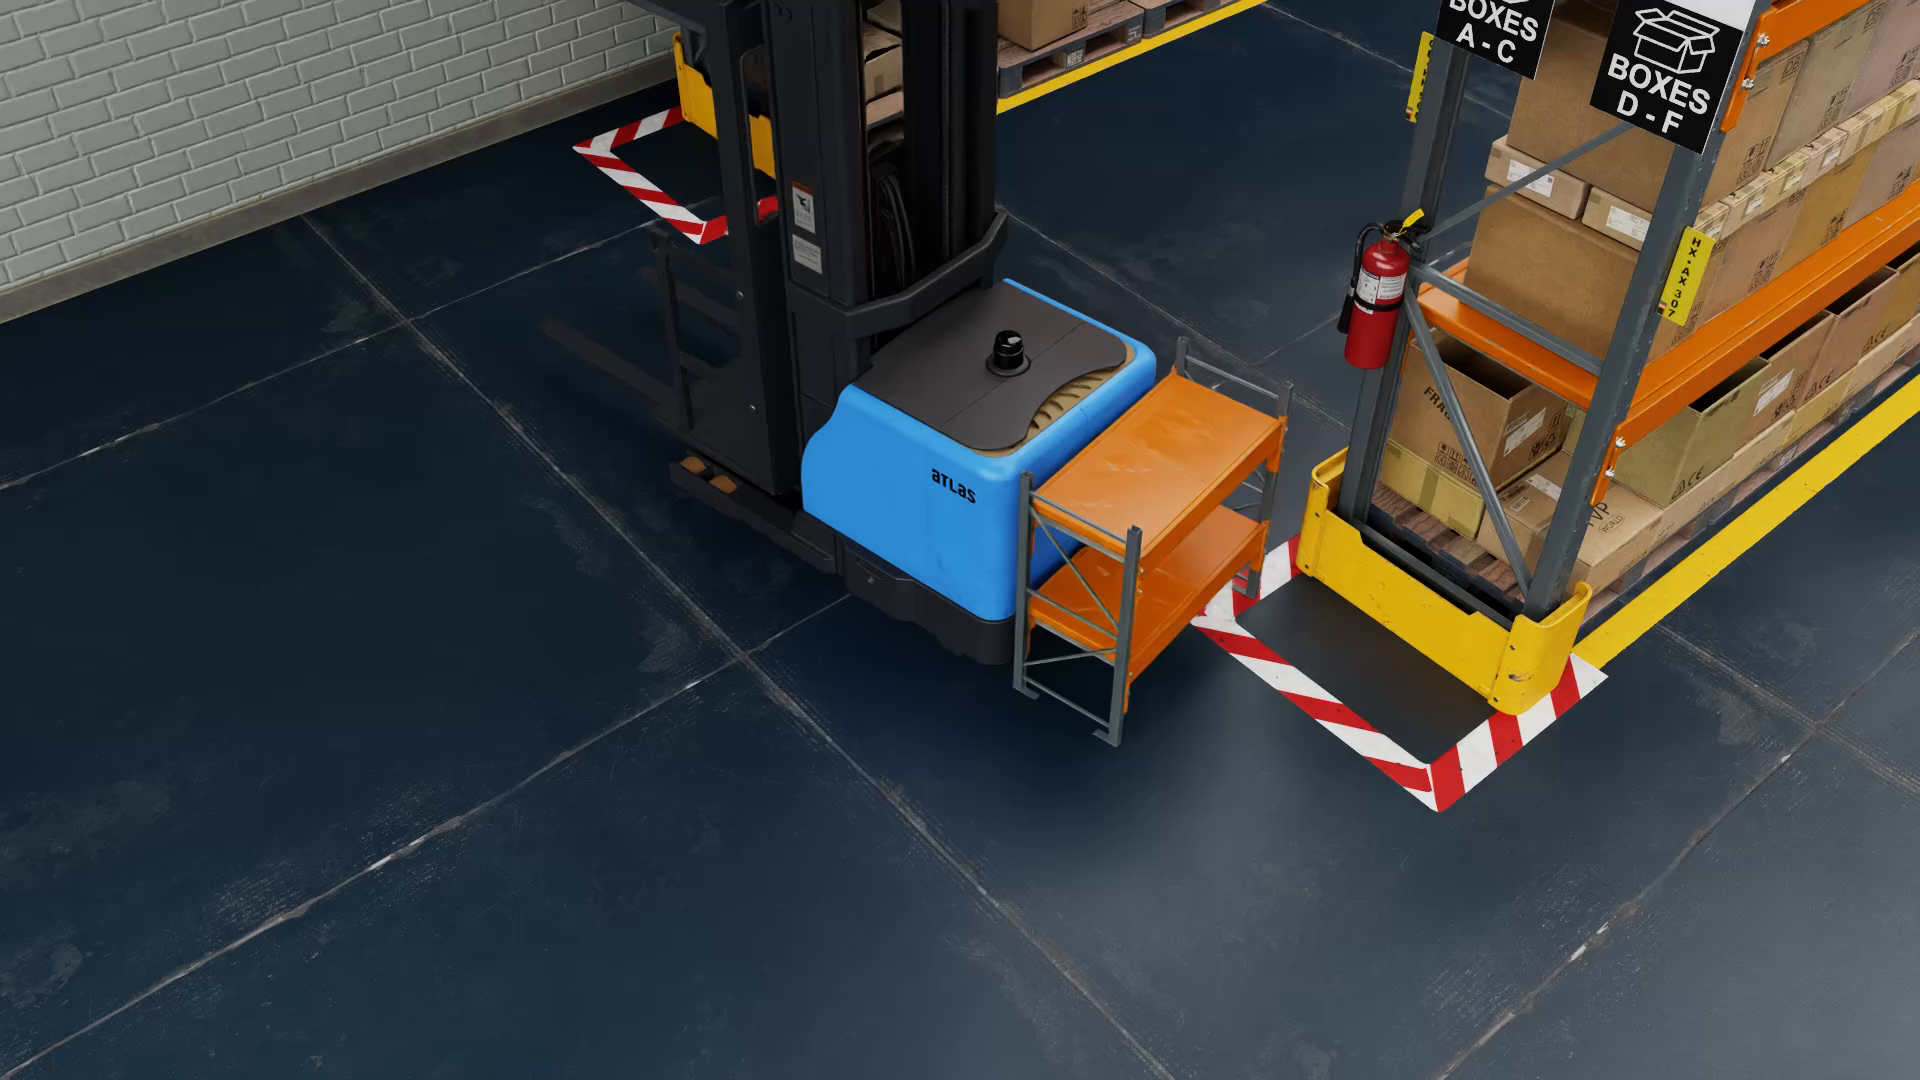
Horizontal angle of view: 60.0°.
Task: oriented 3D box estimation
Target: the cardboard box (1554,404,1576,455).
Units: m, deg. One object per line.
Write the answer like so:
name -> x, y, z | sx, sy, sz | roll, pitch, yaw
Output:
cardboard box -> 2.537, -0.548, 7.344 | 0.500, 0.250, 0.500 | -30, 51, -28

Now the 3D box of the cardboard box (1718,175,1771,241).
cardboard box -> 2.579, -1.230, 5.822 | 0.250, 0.149, 0.380 | -31, 51, -29

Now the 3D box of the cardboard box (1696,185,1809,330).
cardboard box -> 2.705, -1.248, 6.315 | 0.500, 0.500, 0.700 | -28, 50, -27

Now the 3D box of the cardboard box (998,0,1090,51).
cardboard box -> 0.379, -3.432, 10.218 | 0.500, 0.500, 0.700 | -33, 52, -30

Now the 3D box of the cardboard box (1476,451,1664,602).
cardboard box -> 2.493, -0.050, 6.814 | 0.500, 0.250, 0.500 | -30, 51, -28

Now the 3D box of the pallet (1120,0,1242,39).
pallet -> 1.334, -3.807, 11.149 | 1.213, 0.211, 1.003 | -30, 51, -28

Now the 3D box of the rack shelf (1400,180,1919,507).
rack shelf -> 3.473, -1.397, 7.072 | 4.000, 0.370, 1.077 | -30, 51, -28

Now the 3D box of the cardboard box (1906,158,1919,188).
cardboard box -> 3.883, -1.922, 7.033 | 0.500, 0.500, 0.700 | -29, 50, -27

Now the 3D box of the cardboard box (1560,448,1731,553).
cardboard box -> 2.875, -0.272, 7.050 | 0.500, 0.250, 0.500 | -30, 51, -28

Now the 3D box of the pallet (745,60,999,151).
pallet -> -0.538, -2.735, 10.008 | 1.213, 0.211, 1.003 | -30, 51, -28

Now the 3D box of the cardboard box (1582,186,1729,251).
cardboard box -> 2.378, -1.113, 5.697 | 0.250, 0.149, 0.380 | -30, 51, -28

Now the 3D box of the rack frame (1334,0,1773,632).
rack frame -> 1.939, -0.780, 5.890 | 0.127, 3.000, 1.000 | -30, 51, -28

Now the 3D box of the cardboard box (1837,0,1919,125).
cardboard box -> 3.132, -1.967, 6.133 | 0.500, 0.500, 0.700 | -30, 51, -28

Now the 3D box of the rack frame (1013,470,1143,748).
rack frame -> 0.416, 0.275, 6.135 | 0.500, 1.125, 0.032 | 28, 50, 27

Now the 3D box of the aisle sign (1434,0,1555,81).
aisle sign -> 1.701, -1.853, 5.133 | 0.004, 0.787, 0.394 | -30, 51, -28

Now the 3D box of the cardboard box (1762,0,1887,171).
cardboard box -> 2.746, -1.745, 5.897 | 0.500, 0.500, 0.700 | -31, 51, -29

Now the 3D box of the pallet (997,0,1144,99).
pallet -> 0.398, -3.268, 10.576 | 1.213, 0.211, 1.003 | -30, 51, -28

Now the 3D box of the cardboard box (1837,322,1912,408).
cardboard box -> 4.028, -0.928, 7.749 | 0.500, 0.250, 0.500 | -30, 51, -28

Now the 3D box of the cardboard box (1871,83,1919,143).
cardboard box -> 3.365, -1.679, 6.300 | 0.250, 0.149, 0.380 | -30, 51, -28

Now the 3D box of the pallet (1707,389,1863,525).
pallet -> 3.434, -0.655, 7.793 | 1.213, 0.211, 1.003 | -30, 51, -28

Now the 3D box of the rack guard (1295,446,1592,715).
rack guard -> 1.921, 0.141, 6.734 | 0.348, 0.500, 1.175 | -30, 51, -28

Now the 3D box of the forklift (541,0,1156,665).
forklift -> -0.662, -1.436, 6.638 | 3.031, 2.935, 1.130 | 31, 51, 28

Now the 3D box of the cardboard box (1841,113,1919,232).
cardboard box -> 3.491, -1.697, 6.792 | 0.500, 0.500, 0.700 | -28, 50, -27

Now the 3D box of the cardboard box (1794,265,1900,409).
cardboard box -> 3.646, -0.981, 7.257 | 0.500, 0.500, 0.500 | -30, 51, -28

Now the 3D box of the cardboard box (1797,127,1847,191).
cardboard box -> 2.966, -1.449, 6.054 | 0.250, 0.149, 0.380 | -31, 51, -28

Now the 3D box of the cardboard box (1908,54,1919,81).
cardboard box -> 3.516, -2.187, 6.367 | 0.500, 0.500, 0.700 | -30, 51, -28

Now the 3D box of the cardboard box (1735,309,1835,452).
cardboard box -> 3.251, -0.770, 7.033 | 0.500, 0.500, 0.500 | -30, 51, -28

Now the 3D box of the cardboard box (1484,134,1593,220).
cardboard box -> 2.110, -1.321, 5.919 | 0.250, 0.149, 0.380 | -31, 51, -28

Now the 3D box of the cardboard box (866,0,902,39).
cardboard box -> -0.216, -3.067, 9.968 | 0.500, 0.311, 0.500 | -26, 49, -25

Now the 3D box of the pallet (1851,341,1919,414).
pallet -> 4.371, -1.194, 8.367 | 1.213, 0.211, 1.003 | -30, 51, -28

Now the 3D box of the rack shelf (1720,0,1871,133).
rack shelf -> 3.473, -2.490, 6.045 | 4.000, 0.370, 1.077 | -30, 51, -28

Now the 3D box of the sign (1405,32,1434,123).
sign -> 1.602, -1.580, 5.722 | 0.005, 0.325, 0.100 | -30, 51, -28

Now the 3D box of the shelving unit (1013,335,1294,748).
shelving unit -> 0.732, 0.002, 6.426 | 0.538, 1.125, 1.048 | 28, 50, 27

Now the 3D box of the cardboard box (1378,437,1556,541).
cardboard box -> 2.161, -0.322, 7.103 | 0.500, 0.250, 0.500 | -30, 51, -28

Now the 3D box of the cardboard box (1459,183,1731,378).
cardboard box -> 2.306, -1.015, 6.067 | 0.500, 0.500, 0.700 | -30, 51, -28

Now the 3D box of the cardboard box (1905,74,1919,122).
cardboard box -> 3.558, -1.787, 6.415 | 0.250, 0.149, 0.380 | -29, 51, -28

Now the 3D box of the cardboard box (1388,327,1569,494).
cardboard box -> 2.160, -0.596, 6.848 | 0.500, 0.500, 0.500 | -30, 51, -28

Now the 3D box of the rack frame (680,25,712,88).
rack frame -> -1.242, -3.380, 8.658 | 0.127, 3.000, 1.000 | -30, 51, -28

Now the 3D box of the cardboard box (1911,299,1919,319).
cardboard box -> 4.401, -1.430, 7.735 | 0.500, 0.500, 0.500 | -30, 51, -28

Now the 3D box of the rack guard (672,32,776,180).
rack guard -> -1.184, -2.502, 9.549 | 0.348, 0.500, 1.175 | -30, 51, -28

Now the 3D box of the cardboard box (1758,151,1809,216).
cardboard box -> 2.771, -1.339, 5.938 | 0.250, 0.149, 0.380 | -30, 51, -28

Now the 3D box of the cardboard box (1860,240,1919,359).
cardboard box -> 4.020, -1.208, 7.499 | 0.500, 0.500, 0.500 | -30, 51, -28

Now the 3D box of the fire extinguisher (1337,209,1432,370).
fire extinguisher -> 1.551, -0.944, 6.121 | 0.183, 0.674, 0.296 | -30, 51, -28

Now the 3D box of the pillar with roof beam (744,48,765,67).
pillar with roof beam -> 1.502, -4.068, 5.008 | 0.400, 9.000, 9.100 | -30, 51, -28

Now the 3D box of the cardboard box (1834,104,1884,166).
cardboard box -> 3.169, -1.567, 6.180 | 0.250, 0.149, 0.380 | -32, 52, -29

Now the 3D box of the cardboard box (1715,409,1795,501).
cardboard box -> 3.258, -0.491, 7.283 | 0.500, 0.250, 0.500 | -30, 51, -28

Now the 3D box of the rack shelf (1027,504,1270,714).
rack shelf -> 0.732, 0.181, 6.593 | 0.538, 0.278, 1.000 | 28, 50, 27

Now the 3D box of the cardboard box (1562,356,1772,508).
cardboard box -> 2.876, -0.544, 6.792 | 0.500, 0.500, 0.500 | -30, 51, -28

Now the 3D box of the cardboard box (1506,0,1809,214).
cardboard box -> 2.346, -1.511, 5.648 | 0.500, 0.500, 0.700 | -30, 51, -28

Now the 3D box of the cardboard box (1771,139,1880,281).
cardboard box -> 3.090, -1.463, 6.544 | 0.500, 0.500, 0.700 | -29, 51, -28

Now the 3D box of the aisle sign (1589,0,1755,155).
aisle sign -> 2.085, -1.538, 4.798 | 0.004, 0.787, 0.394 | -30, 51, -28

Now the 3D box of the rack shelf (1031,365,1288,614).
rack shelf -> 0.732, -0.211, 6.225 | 0.538, 0.278, 1.000 | 28, 50, 27

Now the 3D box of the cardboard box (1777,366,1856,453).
cardboard box -> 3.645, -0.708, 7.514 | 0.500, 0.250, 0.500 | -30, 51, -28

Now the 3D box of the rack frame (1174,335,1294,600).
rack frame -> 1.047, -0.270, 6.716 | 0.500, 1.125, 0.032 | 28, 50, 27

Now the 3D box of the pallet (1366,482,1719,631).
pallet -> 2.499, -0.122, 7.226 | 1.213, 0.211, 1.003 | -30, 51, -28

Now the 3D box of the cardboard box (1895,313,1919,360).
cardboard box -> 4.402, -1.155, 7.991 | 0.500, 0.250, 0.500 | -30, 51, -28

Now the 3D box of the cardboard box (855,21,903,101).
cardboard box -> -0.653, -2.817, 9.701 | 0.500, 0.311, 0.500 | 33, 52, 30

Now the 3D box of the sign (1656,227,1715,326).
sign -> 2.291, -0.831, 5.253 | 0.005, 0.325, 0.100 | -30, 51, -28
